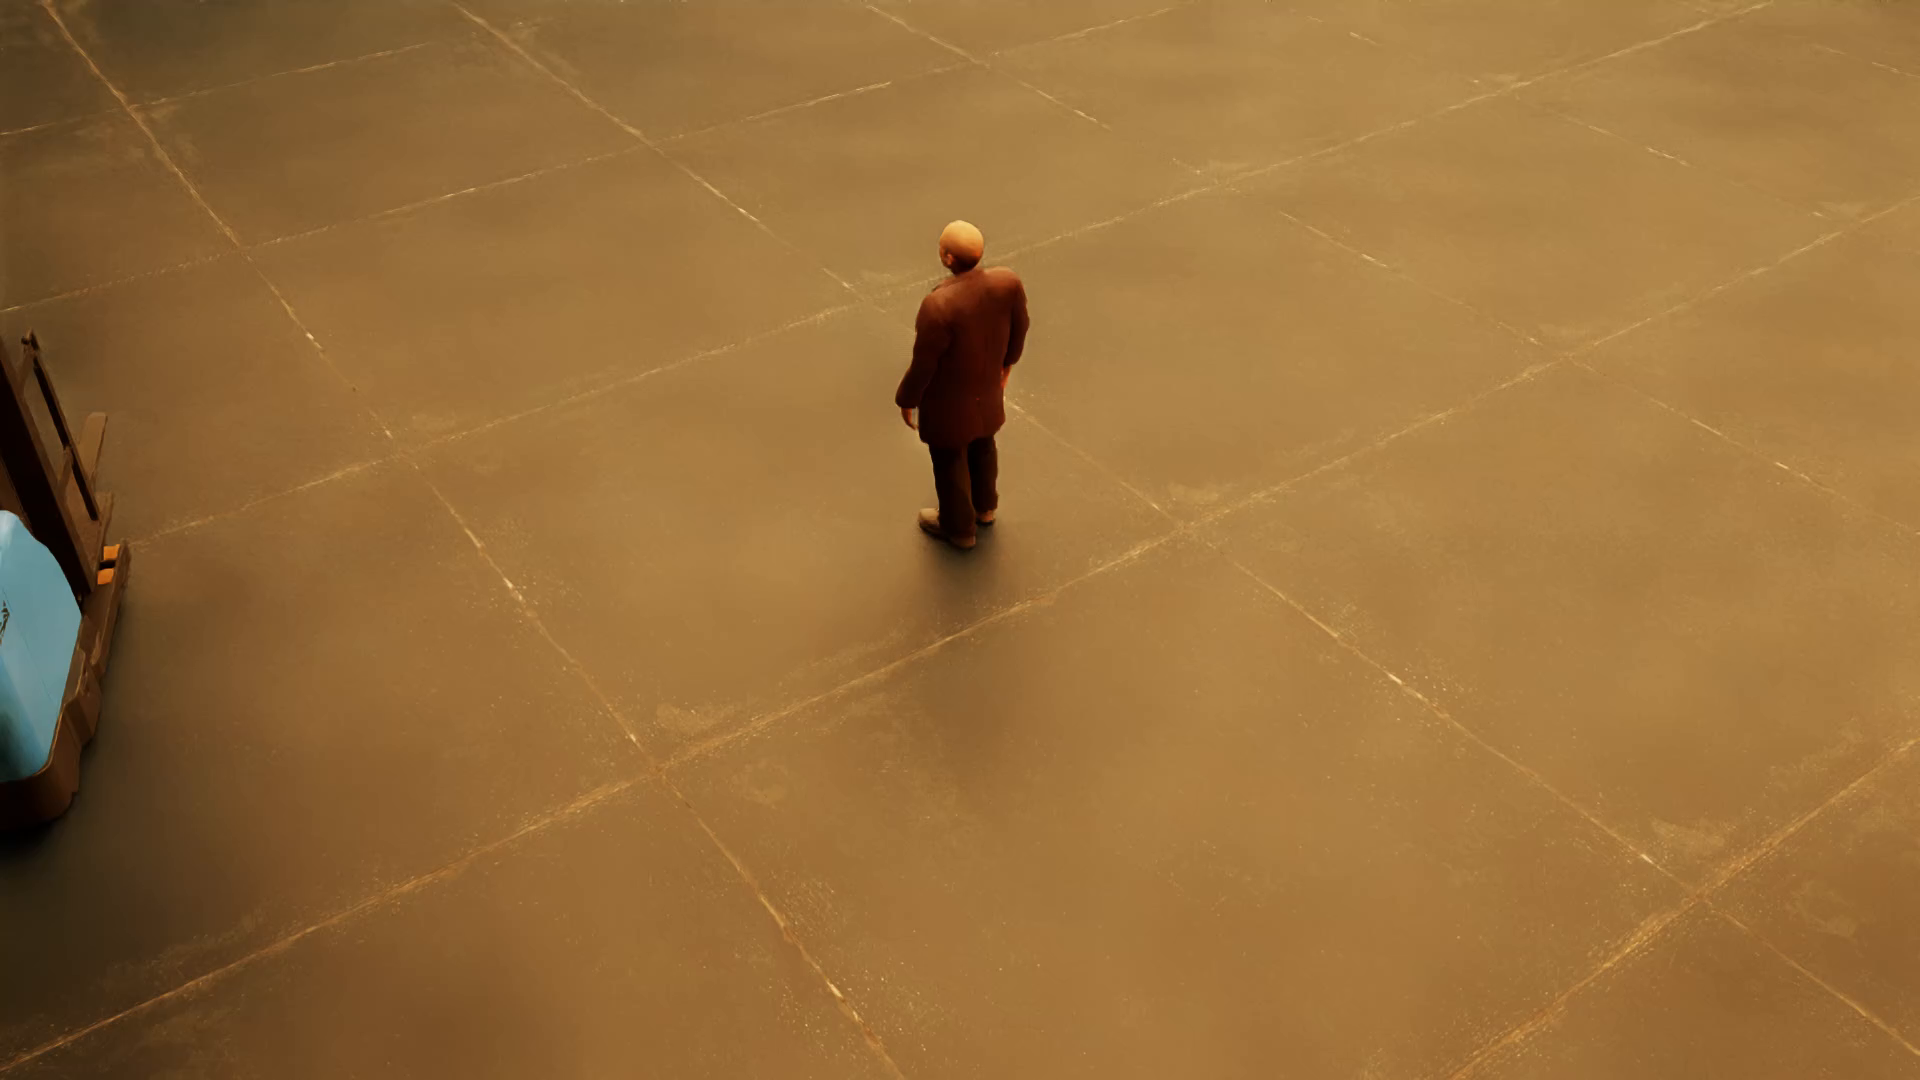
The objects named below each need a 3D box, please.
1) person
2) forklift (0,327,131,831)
[{"bbox_3d":[-0.049,-0.766,7.939,0.694,1.776,0.580,-23,42,-28],"label":"person"},{"bbox_3d":[-4.538,-0.771,6.988,1.130,2.935,3.031,-9,37,-12],"label":"forklift"}]
